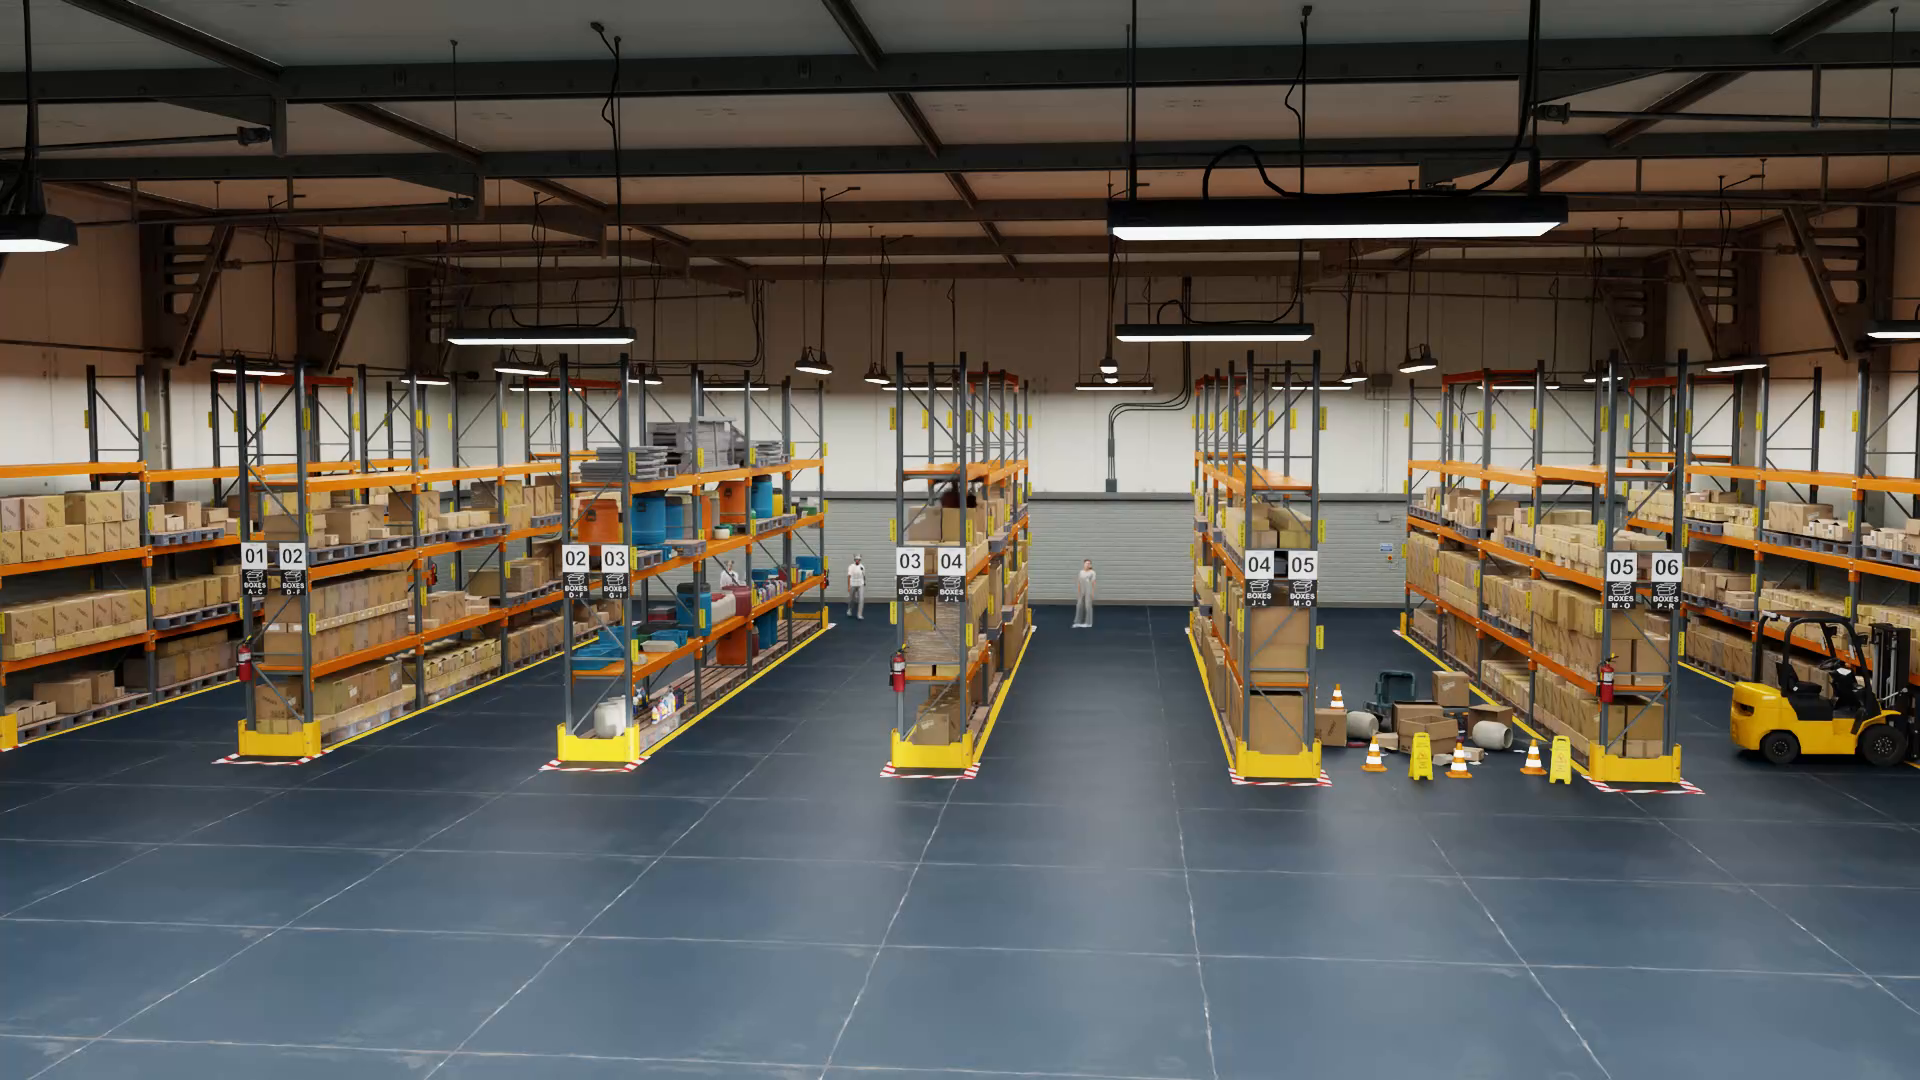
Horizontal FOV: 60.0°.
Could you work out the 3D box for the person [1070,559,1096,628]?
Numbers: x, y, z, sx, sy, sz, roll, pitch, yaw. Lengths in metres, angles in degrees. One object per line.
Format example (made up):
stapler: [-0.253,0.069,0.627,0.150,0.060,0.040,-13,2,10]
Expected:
person: [3.011,1.310,40.488,0.438,1.689,0.571,4,5,42]

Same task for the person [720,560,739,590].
person: [-5.585,1.318,40.181,0.553,1.689,0.742,2,4,24]

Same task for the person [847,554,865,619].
person: [-2.645,1.164,42.214,0.466,1.644,0.887,-1,4,-14]
